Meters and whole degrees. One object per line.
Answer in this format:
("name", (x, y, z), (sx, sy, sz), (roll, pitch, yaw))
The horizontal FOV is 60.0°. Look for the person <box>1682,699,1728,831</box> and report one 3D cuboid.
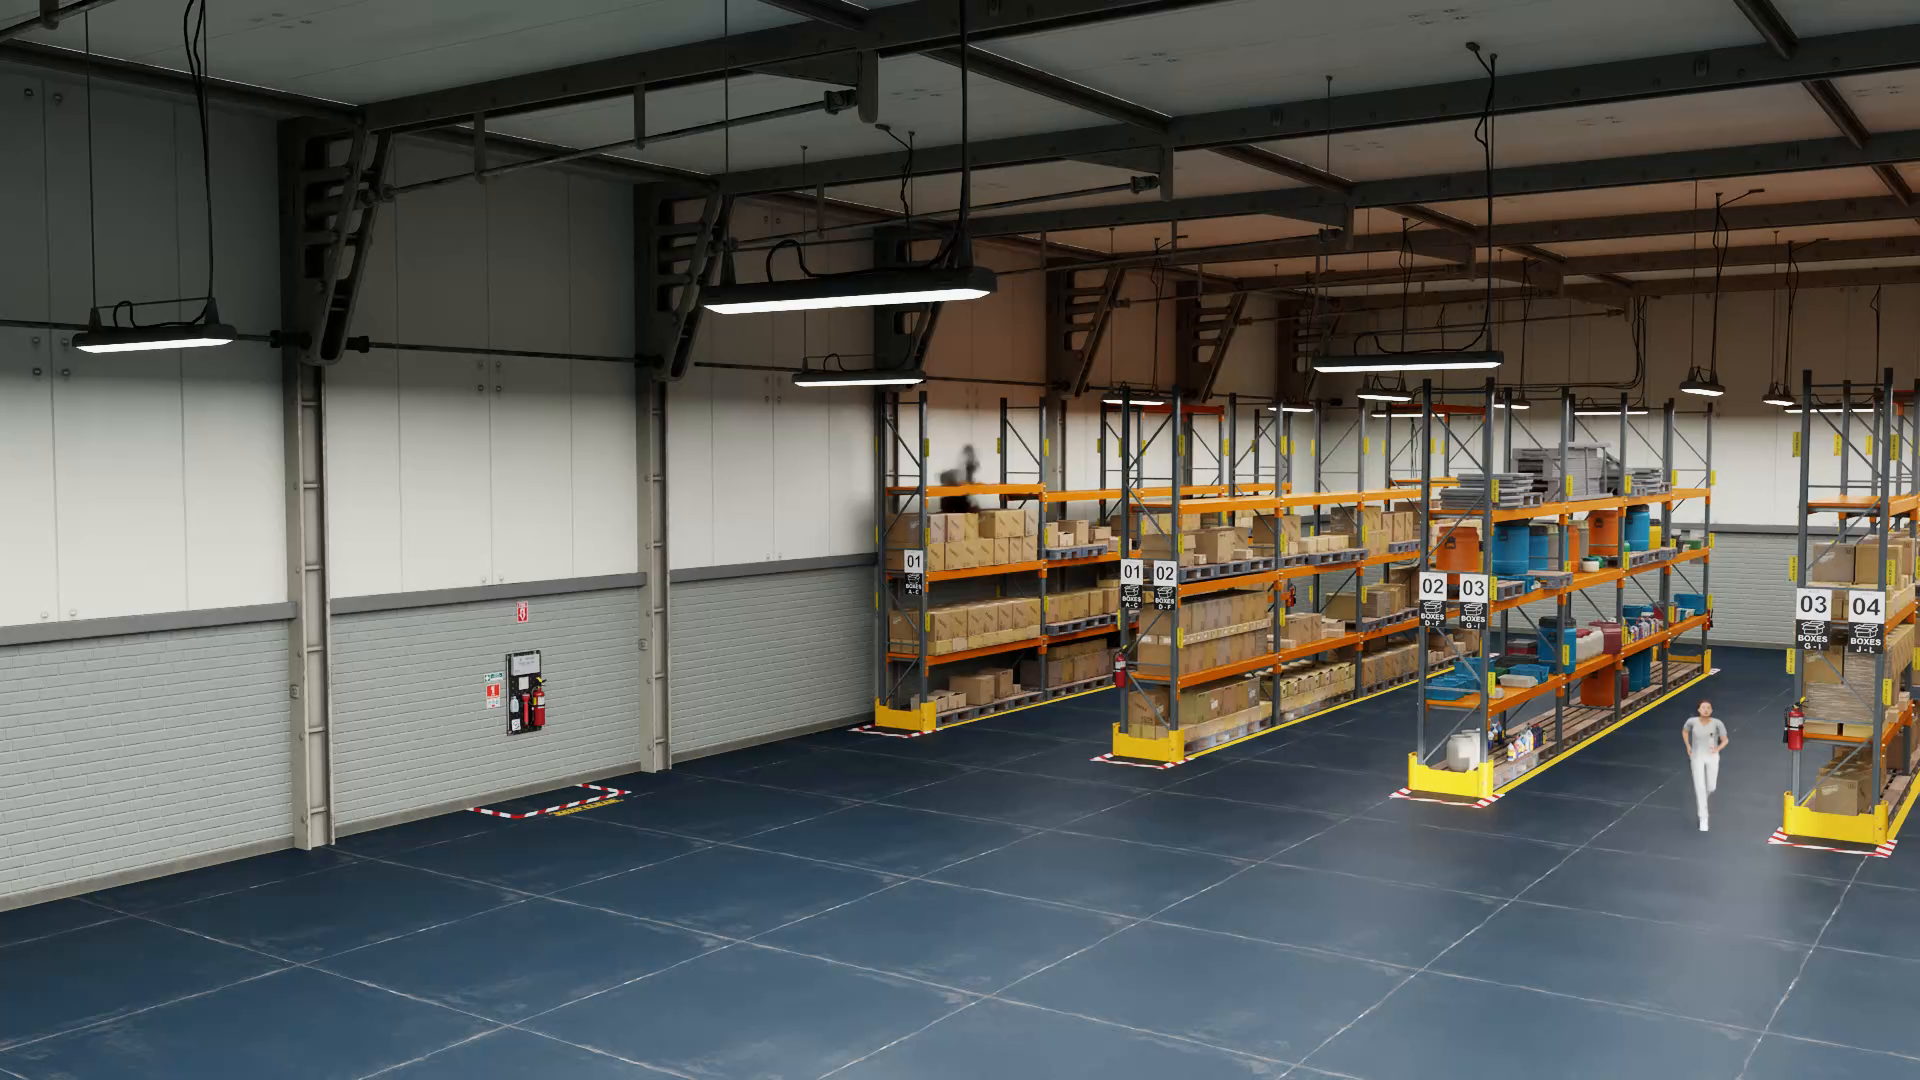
("person", (9.940, 2.950, 22.179), (0.536, 1.671, 1.124), (1, 3, 15))
